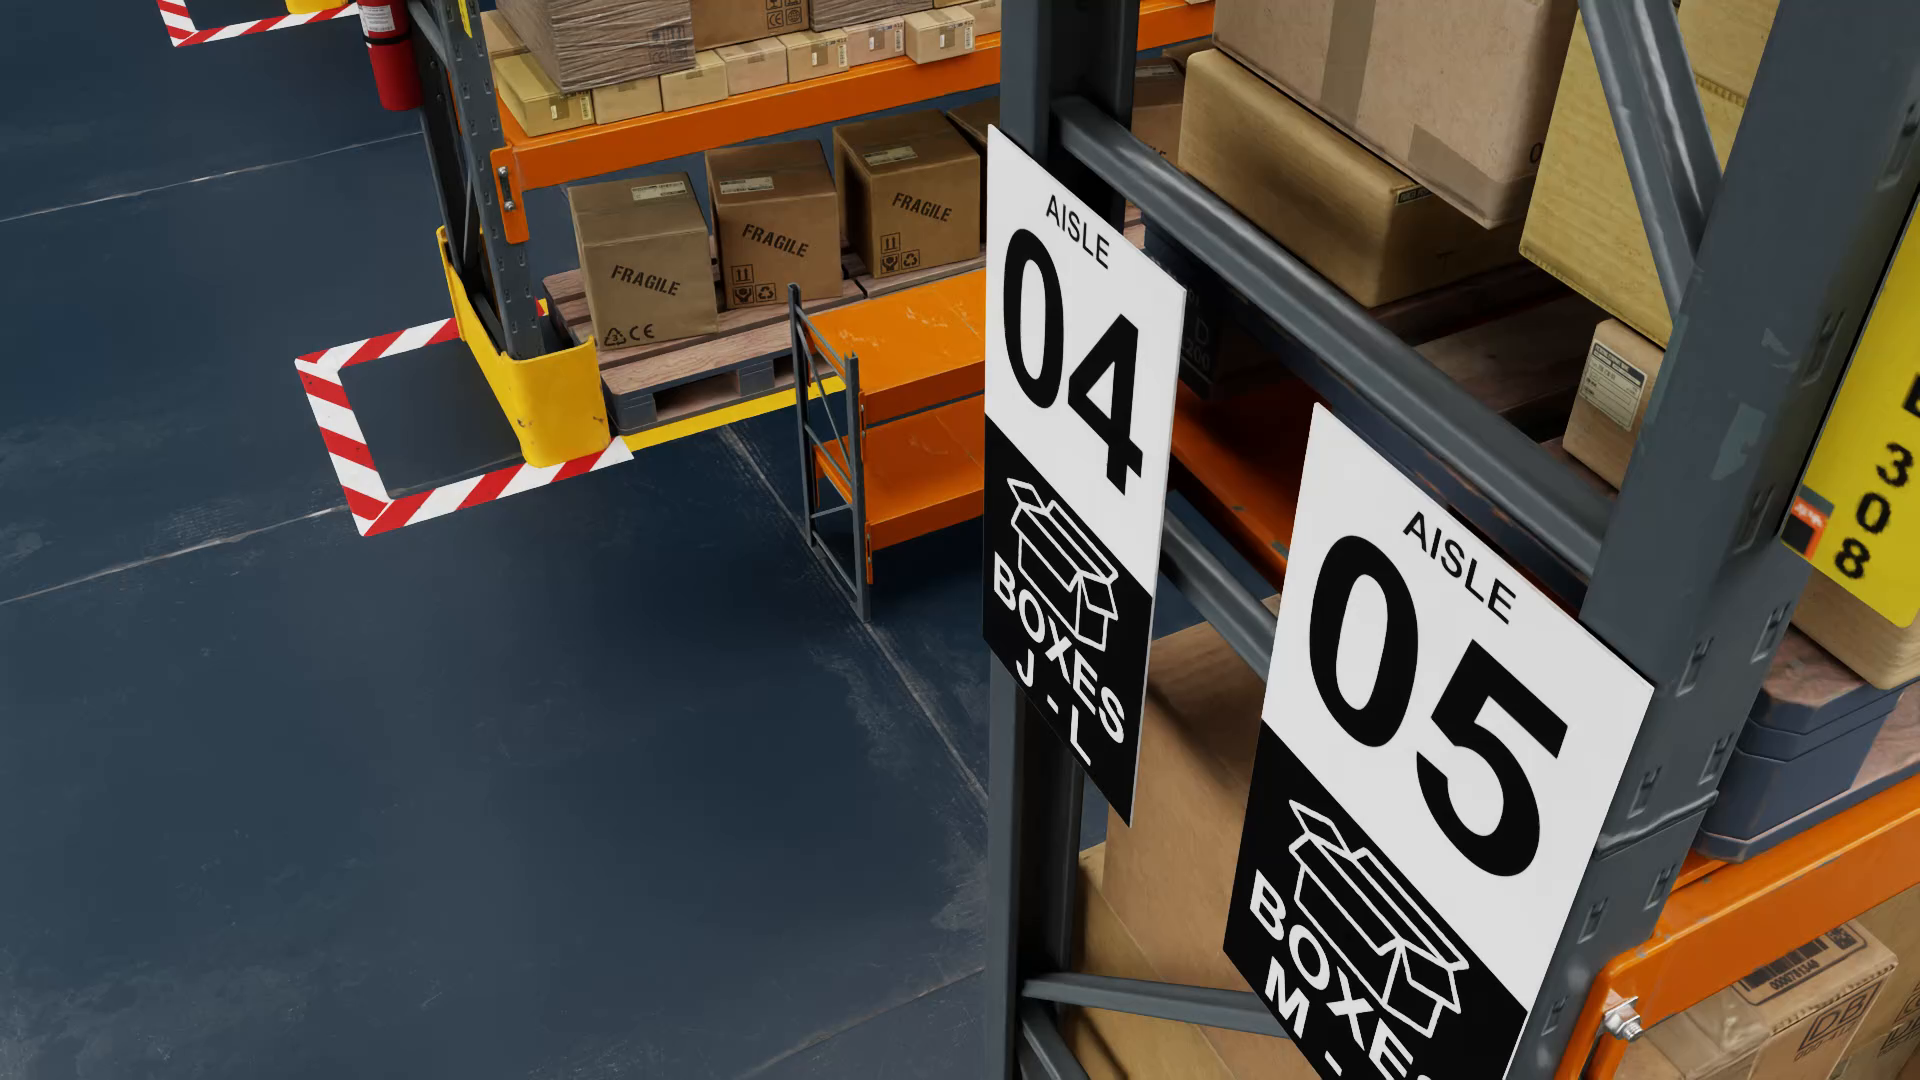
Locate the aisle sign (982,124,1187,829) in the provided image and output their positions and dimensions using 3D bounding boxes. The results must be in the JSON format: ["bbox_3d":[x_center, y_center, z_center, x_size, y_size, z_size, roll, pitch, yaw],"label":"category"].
[{"bbox_3d":[0.124,-0.050,1.975,0.004,0.787,0.394,-19,44,-21],"label":"aisle sign"}]

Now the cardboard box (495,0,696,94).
[{"bbox_3d":[-1.376,-2.080,6.077,0.500,0.500,0.875,-19,44,-21],"label":"cardboard box"}]

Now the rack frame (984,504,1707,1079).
[{"bbox_3d":[0.326,1.093,2.637,0.127,3.000,1.000,-19,44,-21],"label":"rack frame"}]

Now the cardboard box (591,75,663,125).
[{"bbox_3d":[-1.283,-1.696,6.126,0.250,0.149,0.380,-19,44,-21],"label":"cardboard box"}]

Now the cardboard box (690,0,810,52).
[{"bbox_3d":[-0.987,-2.297,6.335,0.500,0.500,0.875,-19,44,-21],"label":"cardboard box"}]

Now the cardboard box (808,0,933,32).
[{"bbox_3d":[-0.524,-2.422,6.482,0.500,0.500,0.875,-19,44,-21],"label":"cardboard box"}]

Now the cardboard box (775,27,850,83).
[{"bbox_3d":[-0.617,-1.919,6.389,0.250,0.149,0.380,-19,44,-21],"label":"cardboard box"}]

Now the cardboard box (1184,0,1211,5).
[{"bbox_3d":[0.971,-2.397,6.954,0.250,0.149,0.380,-19,44,-21],"label":"cardboard box"}]

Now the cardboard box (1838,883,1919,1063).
[{"bbox_3d":[1.118,0.318,2.601,0.550,0.550,0.875,-19,44,-21],"label":"cardboard box"}]

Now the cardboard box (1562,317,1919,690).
[{"bbox_3d":[0.778,-0.073,1.485,0.250,0.149,0.380,-18,44,-20],"label":"cardboard box"}]

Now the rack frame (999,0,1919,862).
[{"bbox_3d":[0.326,-1.197,0.699,0.127,3.000,1.000,-19,44,-21],"label":"rack frame"}]

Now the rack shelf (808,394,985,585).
[{"bbox_3d":[0.006,-0.245,6.047,1.000,0.278,0.538,-19,44,-21],"label":"rack shelf"}]

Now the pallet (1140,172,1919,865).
[{"bbox_3d":[0.979,-0.246,1.965,1.213,0.211,1.003,-19,44,-21],"label":"pallet"}]

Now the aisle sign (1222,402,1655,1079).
[{"bbox_3d":[0.401,0.294,1.569,0.004,0.787,0.394,-19,44,-21],"label":"aisle sign"}]

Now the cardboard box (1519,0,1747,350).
[{"bbox_3d":[0.872,-0.304,1.449,0.500,0.250,0.500,-19,44,-21],"label":"cardboard box"}]

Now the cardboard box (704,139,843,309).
[{"bbox_3d":[-0.800,-1.360,7.145,0.500,0.500,0.500,-8,41,-9],"label":"cardboard box"}]

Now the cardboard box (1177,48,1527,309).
[{"bbox_3d":[0.464,-0.448,1.928,0.250,0.149,0.380,-19,44,-21],"label":"cardboard box"}]

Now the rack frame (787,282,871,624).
[{"bbox_3d":[-0.445,-0.280,5.710,0.032,1.125,0.500,-19,44,-21],"label":"rack frame"}]

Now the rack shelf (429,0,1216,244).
[{"bbox_3d":[-0.102,-2.102,6.968,4.000,0.370,1.077,-19,44,-21],"label":"rack shelf"}]

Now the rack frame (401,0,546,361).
[{"bbox_3d":[-1.876,-1.779,6.030,0.127,3.000,1.000,-19,44,-21],"label":"rack frame"}]

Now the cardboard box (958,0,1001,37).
[{"bbox_3d":[0.023,-2.175,6.692,0.250,0.149,0.380,-19,44,-21],"label":"cardboard box"}]

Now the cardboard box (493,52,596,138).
[{"bbox_3d":[-1.513,-1.632,6.051,0.250,0.149,0.380,-19,44,-21],"label":"cardboard box"}]

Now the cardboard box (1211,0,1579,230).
[{"bbox_3d":[0.631,-0.613,1.814,0.500,0.250,0.500,-18,43,-20],"label":"cardboard box"}]

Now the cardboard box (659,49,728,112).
[{"bbox_3d":[-1.054,-1.762,6.204,0.250,0.149,0.380,-19,44,-21],"label":"cardboard box"}]

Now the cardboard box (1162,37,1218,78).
[{"bbox_3d":[1.298,-2.083,7.999,0.500,0.500,0.500,-20,44,-22],"label":"cardboard box"}]

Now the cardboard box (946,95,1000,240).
[{"bbox_3d":[0.280,-1.677,7.520,0.500,0.500,0.500,-22,45,-24],"label":"cardboard box"}]

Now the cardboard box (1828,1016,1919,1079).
[{"bbox_3d":[1.111,0.722,2.959,0.550,0.550,0.875,-19,44,-21],"label":"cardboard box"}]

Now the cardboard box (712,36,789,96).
[{"bbox_3d":[-0.842,-1.848,6.306,0.250,0.149,0.380,-19,44,-21],"label":"cardboard box"}]

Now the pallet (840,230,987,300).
[{"bbox_3d":[0.009,-1.322,7.648,1.213,0.211,1.003,-19,44,-21],"label":"pallet"}]

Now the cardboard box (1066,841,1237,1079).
[{"bbox_3d":[0.634,0.899,2.750,0.550,0.550,0.875,-19,44,-21],"label":"cardboard box"}]

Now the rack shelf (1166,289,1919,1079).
[{"bbox_3d":[2.099,-0.374,2.606,4.000,0.370,1.077,-19,44,-21],"label":"rack shelf"}]

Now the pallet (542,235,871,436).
[{"bbox_3d":[-1.072,-0.960,7.221,1.213,0.211,1.003,-19,44,-21],"label":"pallet"}]

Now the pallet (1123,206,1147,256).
[{"bbox_3d":[1.092,-1.688,8.081,1.213,0.211,1.003,-19,44,-21],"label":"pallet"}]

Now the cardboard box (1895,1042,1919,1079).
[{"bbox_3d":[1.666,0.627,3.071,0.550,0.550,0.875,-19,44,-21],"label":"cardboard box"}]

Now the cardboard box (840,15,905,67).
[{"bbox_3d":[-0.408,-2.009,6.496,0.250,0.149,0.380,-19,44,-21],"label":"cardboard box"}]

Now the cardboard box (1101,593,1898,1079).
[{"bbox_3d":[0.672,0.535,2.344,0.550,0.550,0.875,-19,44,-21],"label":"cardboard box"}]

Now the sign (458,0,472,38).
[{"bbox_3d":[-1.625,-1.799,5.384,0.005,0.325,0.100,-19,44,-21],"label":"sign"}]

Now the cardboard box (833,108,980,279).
[{"bbox_3d":[-0.236,-1.536,7.353,0.500,0.500,0.500,-15,42,-17],"label":"cardboard box"}]

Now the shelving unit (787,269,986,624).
[{"bbox_3d":[0.006,-0.431,5.889,1.048,1.125,0.538,-19,44,-21],"label":"shelving unit"}]

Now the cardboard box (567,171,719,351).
[{"bbox_3d":[-1.314,-1.162,6.911,0.500,0.500,0.500,-11,41,-13],"label":"cardboard box"}]

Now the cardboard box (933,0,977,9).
[{"bbox_3d":[-0.075,-2.564,6.650,0.500,0.500,0.875,-19,44,-21],"label":"cardboard box"}]

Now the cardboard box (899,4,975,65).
[{"bbox_3d":[-0.138,-2.024,6.514,0.250,0.149,0.380,-19,44,-21],"label":"cardboard box"}]

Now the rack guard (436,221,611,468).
[{"bbox_3d":[-1.809,-0.848,6.865,0.348,0.500,1.175,-19,44,-21],"label":"rack guard"}]

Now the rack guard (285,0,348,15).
[{"bbox_3d":[-4.118,-3.713,10.250,0.348,0.500,1.175,-19,44,-21],"label":"rack guard"}]

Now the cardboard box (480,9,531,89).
[{"bbox_3d":[-1.719,-1.887,6.352,0.250,0.149,0.380,-19,44,-21],"label":"cardboard box"}]

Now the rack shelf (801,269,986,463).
[{"bbox_3d":[0.006,-0.655,5.700,1.000,0.278,0.538,-19,44,-21],"label":"rack shelf"}]

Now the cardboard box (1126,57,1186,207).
[{"bbox_3d":[0.794,-1.908,7.792,0.500,0.500,0.500,-6,41,-7],"label":"cardboard box"}]

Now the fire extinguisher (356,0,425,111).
[{"bbox_3d":[-2.190,-1.980,6.327,0.183,0.674,0.296,-19,44,-21],"label":"fire extinguisher"}]

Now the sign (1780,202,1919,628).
[{"bbox_3d":[0.577,-0.096,0.982,0.005,0.325,0.100,-19,44,-21],"label":"sign"}]

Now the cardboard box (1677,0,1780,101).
[{"bbox_3d":[0.769,-0.376,1.226,0.250,0.149,0.380,-18,43,-20],"label":"cardboard box"}]
